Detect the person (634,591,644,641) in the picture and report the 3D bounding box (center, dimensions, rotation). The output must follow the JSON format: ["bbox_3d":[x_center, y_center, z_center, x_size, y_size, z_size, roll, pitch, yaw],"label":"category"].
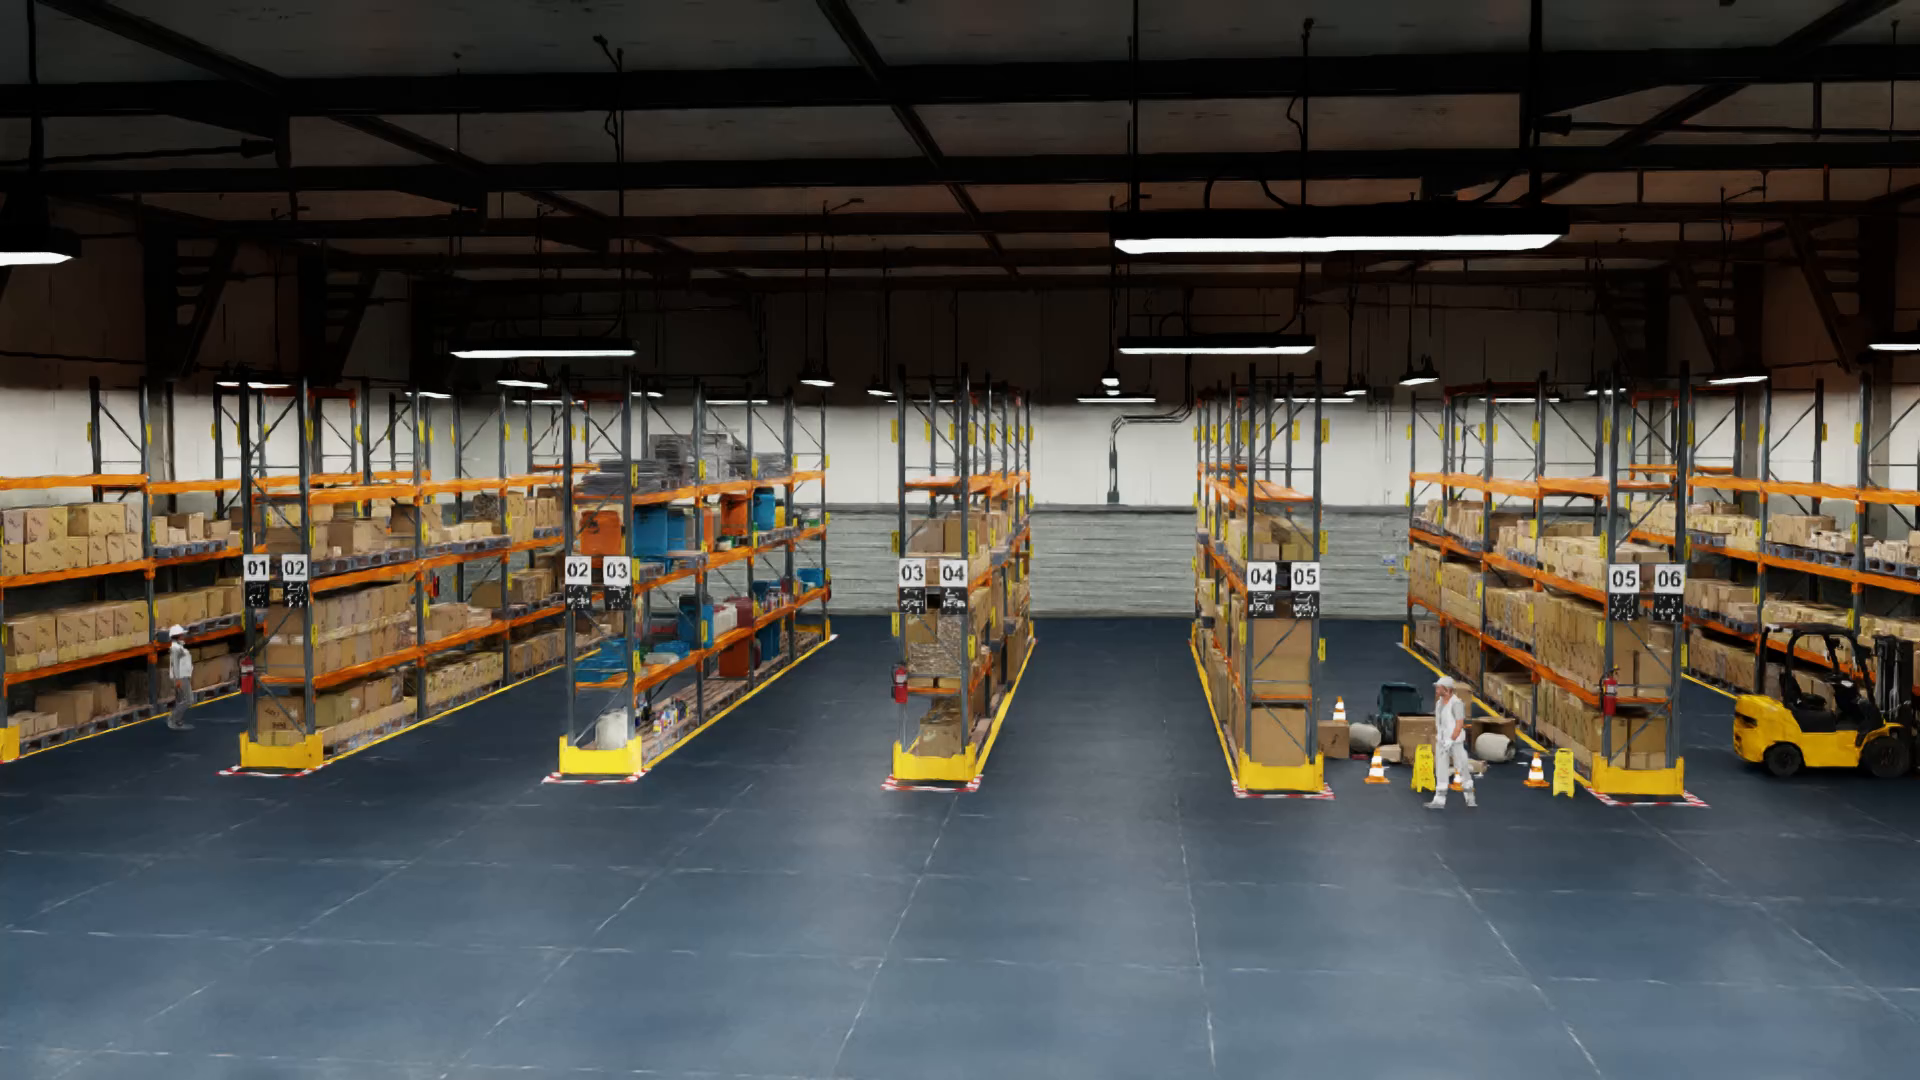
[{"bbox_3d":[-6.928,1.821,36.301,0.454,1.677,0.537,-1,4,-15],"label":"person"}]

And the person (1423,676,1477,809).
[{"bbox_3d":[6.548,2.696,22.181,0.712,1.784,0.557,-2,4,-27],"label":"person"}]

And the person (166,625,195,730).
[{"bbox_3d":[-13.145,2.320,27.993,0.444,1.769,0.569,-1,4,-22],"label":"person"}]
